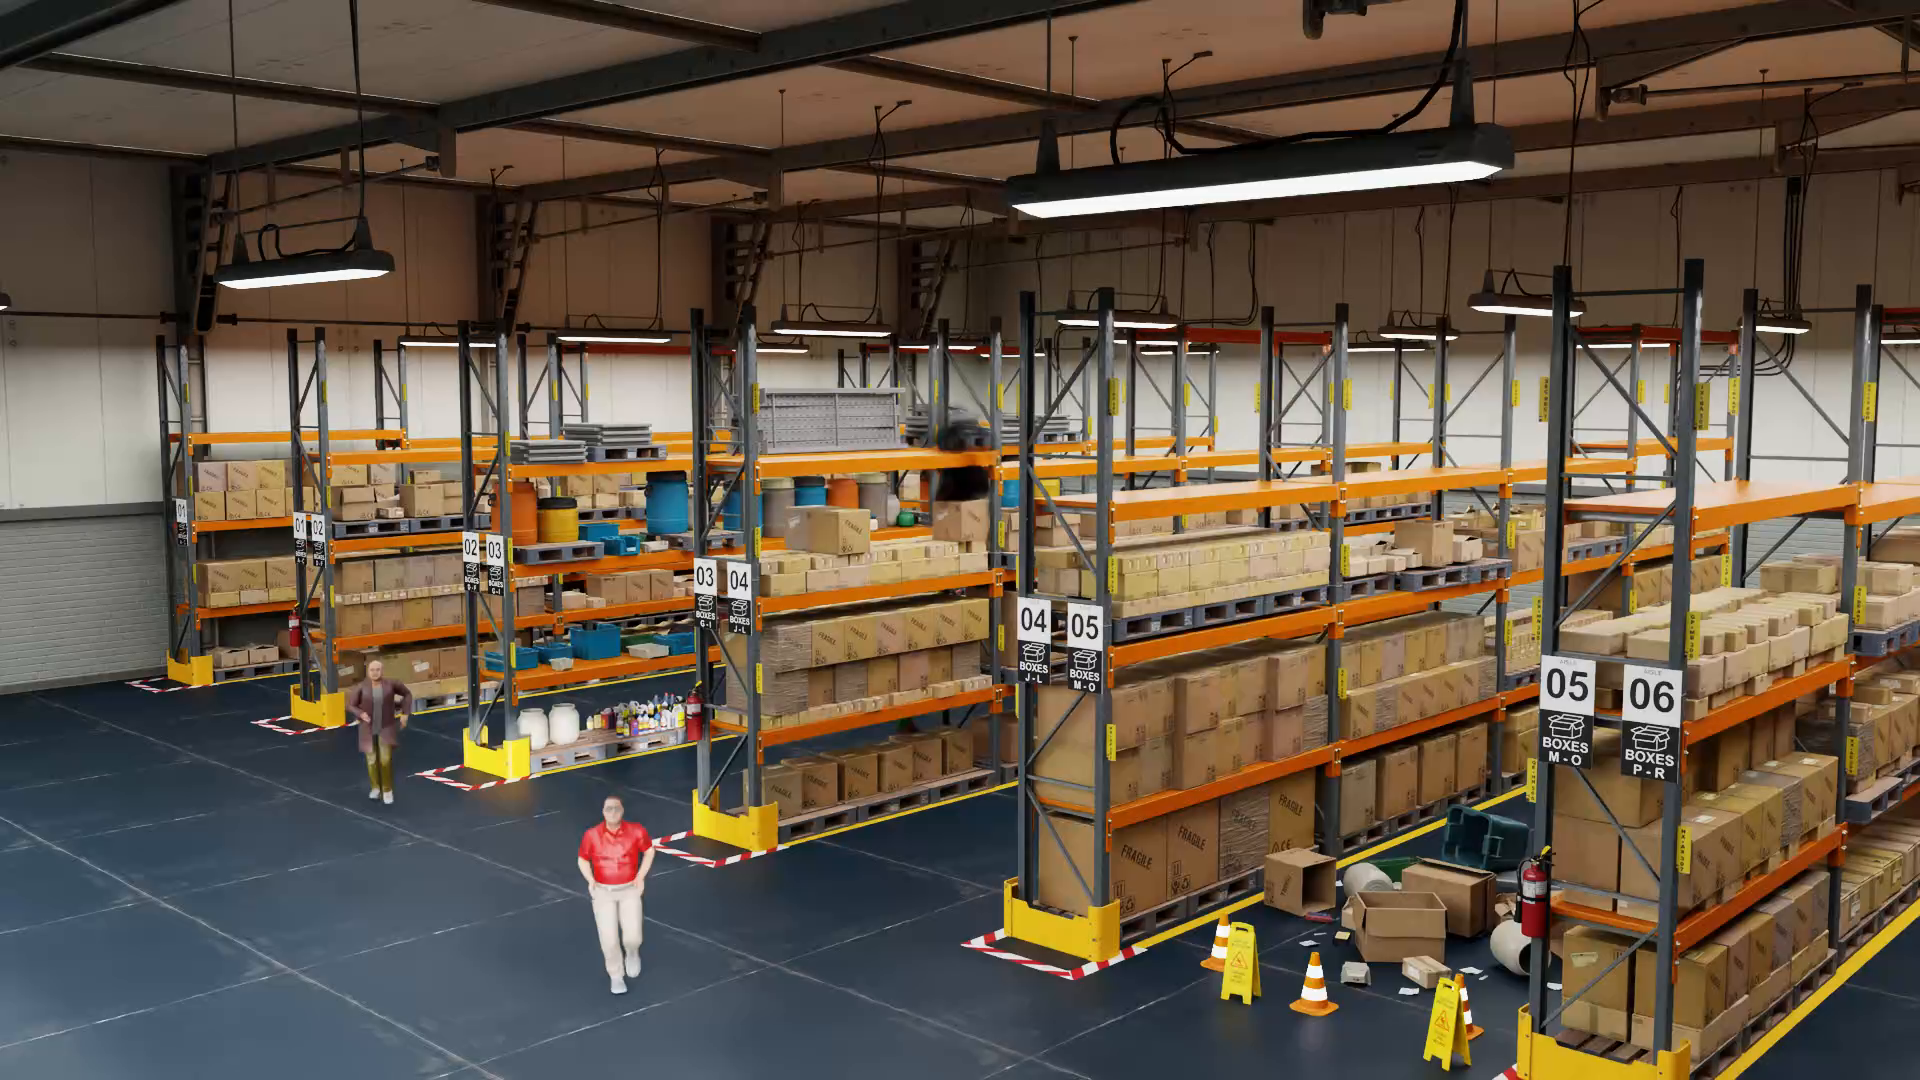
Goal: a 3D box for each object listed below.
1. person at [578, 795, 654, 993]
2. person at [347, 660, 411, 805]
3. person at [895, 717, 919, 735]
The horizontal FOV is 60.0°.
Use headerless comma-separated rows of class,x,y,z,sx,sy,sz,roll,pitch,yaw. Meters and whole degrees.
person,-2.924,3.001,14.123,0.625,1.679,0.596,-1,5,-10
person,-7.136,2.388,20.452,0.733,1.833,0.787,-1,6,-14
person,-0.789,2.109,23.039,0.613,1.823,0.889,4,7,35
